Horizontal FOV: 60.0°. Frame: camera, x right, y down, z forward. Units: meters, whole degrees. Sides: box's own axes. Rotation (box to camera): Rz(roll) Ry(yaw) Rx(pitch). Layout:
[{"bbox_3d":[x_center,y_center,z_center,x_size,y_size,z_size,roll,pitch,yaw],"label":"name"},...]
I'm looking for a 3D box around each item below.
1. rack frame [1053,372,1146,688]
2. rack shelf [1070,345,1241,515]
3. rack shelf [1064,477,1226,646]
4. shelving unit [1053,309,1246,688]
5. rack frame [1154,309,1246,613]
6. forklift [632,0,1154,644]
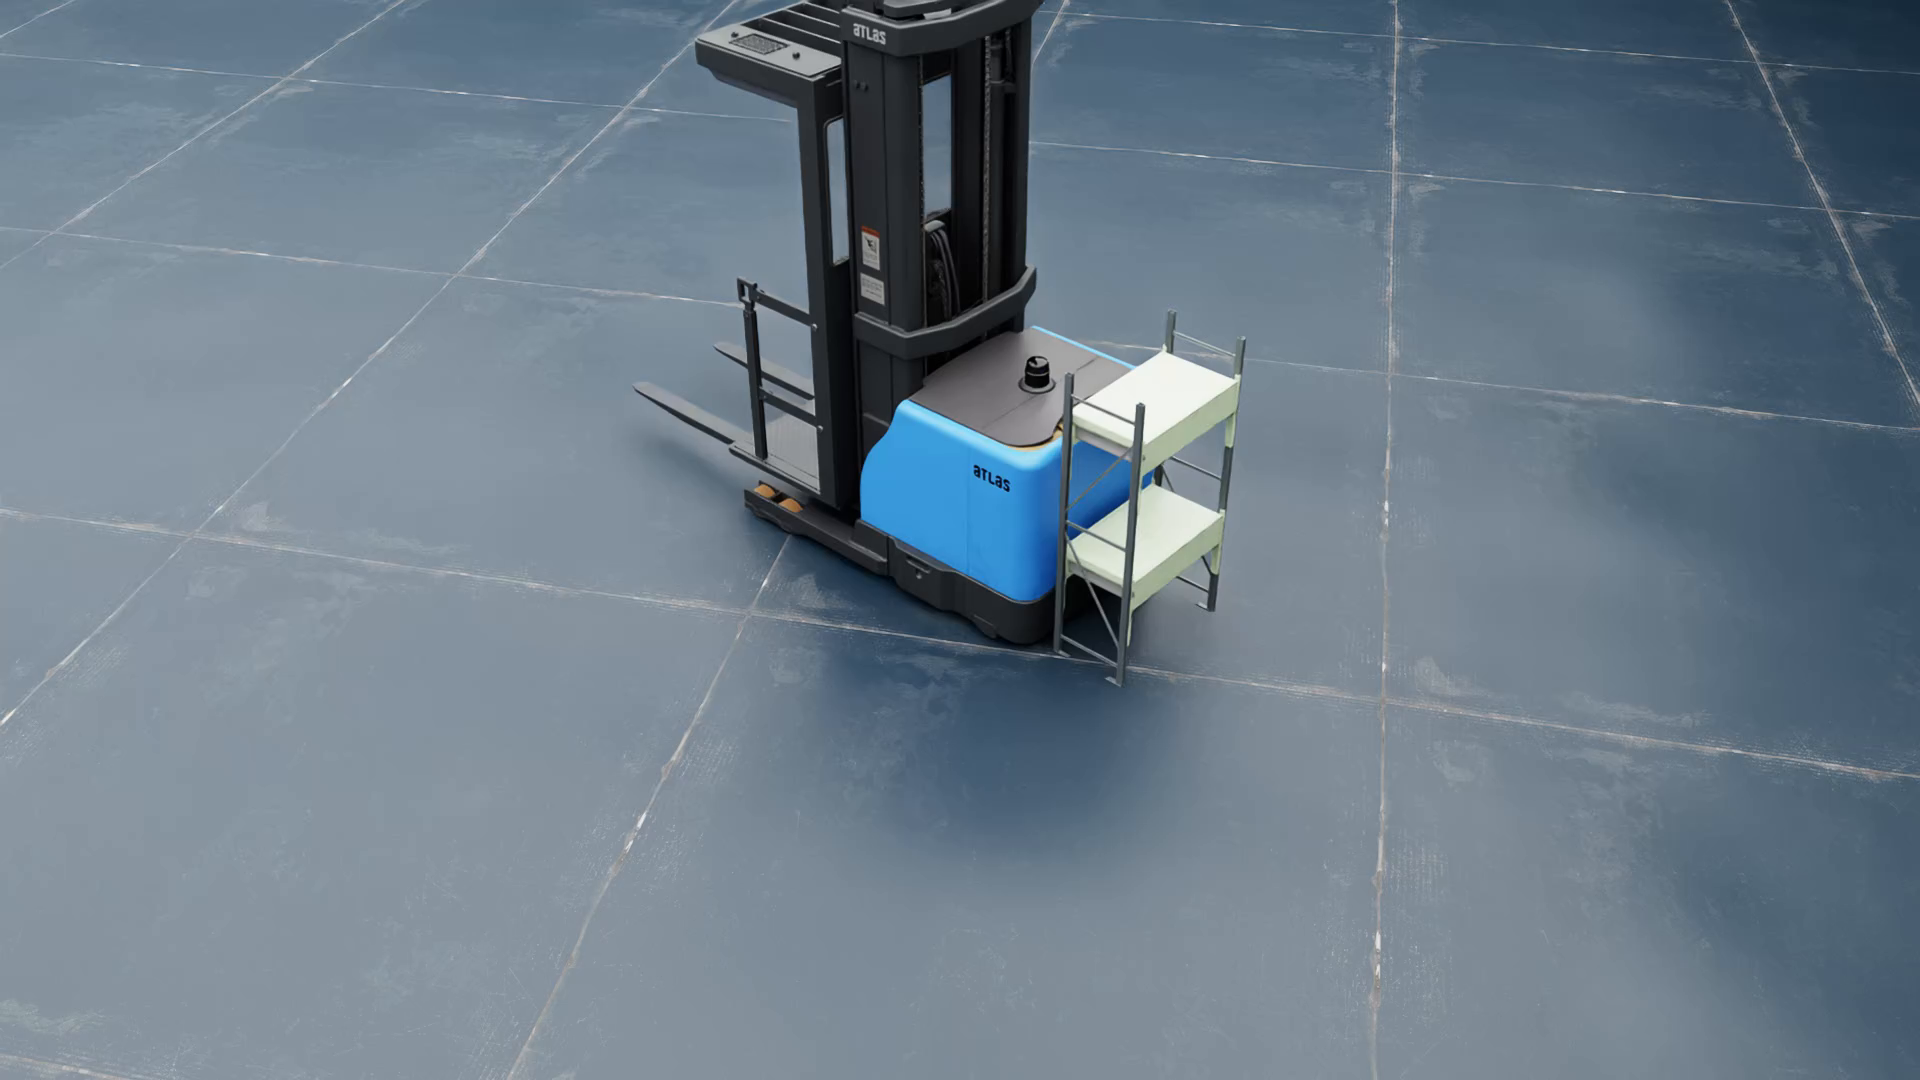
[{"bbox_3d":[0.594,-0.014,7.261,0.400,1.500,0.023,27,44,32],"label":"rack frame"},{"bbox_3d":[0.835,-0.491,7.254,0.431,0.370,0.720,27,44,32],"label":"rack shelf"},{"bbox_3d":[0.835,0.089,7.675,0.431,0.370,0.720,27,44,32],"label":"rack shelf"},{"bbox_3d":[0.835,-0.175,7.484,0.431,1.500,0.755,27,44,32],"label":"shelving unit"},{"bbox_3d":[1.077,-0.336,7.706,0.400,1.500,0.023,27,44,32],"label":"rack frame"},{"bbox_3d":[-0.486,-1.437,8.006,3.031,2.935,1.130,27,44,32],"label":"forklift"}]
